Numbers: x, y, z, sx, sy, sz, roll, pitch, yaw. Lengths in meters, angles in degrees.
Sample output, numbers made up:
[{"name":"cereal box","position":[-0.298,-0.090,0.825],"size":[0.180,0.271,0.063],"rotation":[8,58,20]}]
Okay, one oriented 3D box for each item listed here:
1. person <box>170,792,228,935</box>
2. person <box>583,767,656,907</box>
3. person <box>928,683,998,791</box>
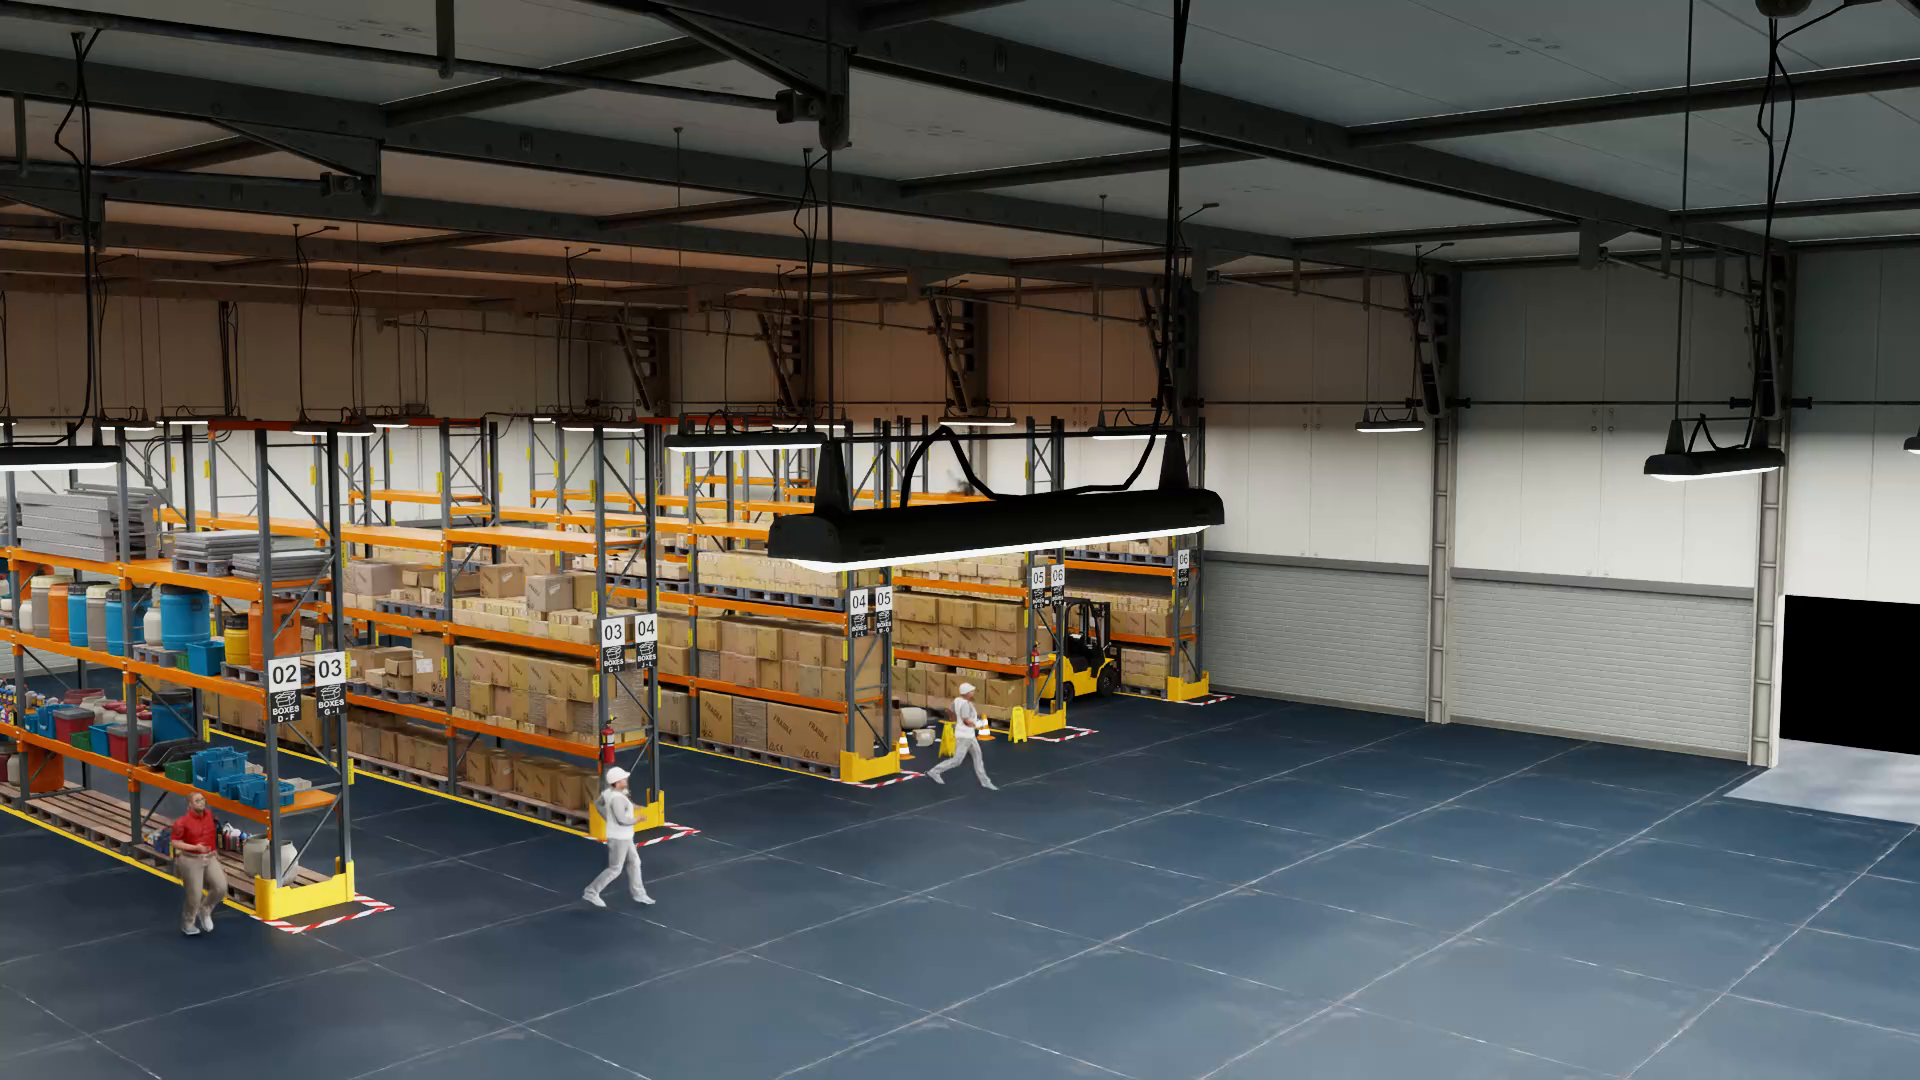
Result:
[{"name":"person","position":[-8.990,3.850,19.739],"size":[0.603,1.716,0.669],"rotation":[3,5,28]},{"name":"person","position":[-4.258,3.721,20.728],"size":[0.911,1.807,0.667],"rotation":[-1,5,-17]},{"name":"person","position":[0.052,3.210,26.940],"size":[1.149,1.795,0.645],"rotation":[0,5,0]}]
